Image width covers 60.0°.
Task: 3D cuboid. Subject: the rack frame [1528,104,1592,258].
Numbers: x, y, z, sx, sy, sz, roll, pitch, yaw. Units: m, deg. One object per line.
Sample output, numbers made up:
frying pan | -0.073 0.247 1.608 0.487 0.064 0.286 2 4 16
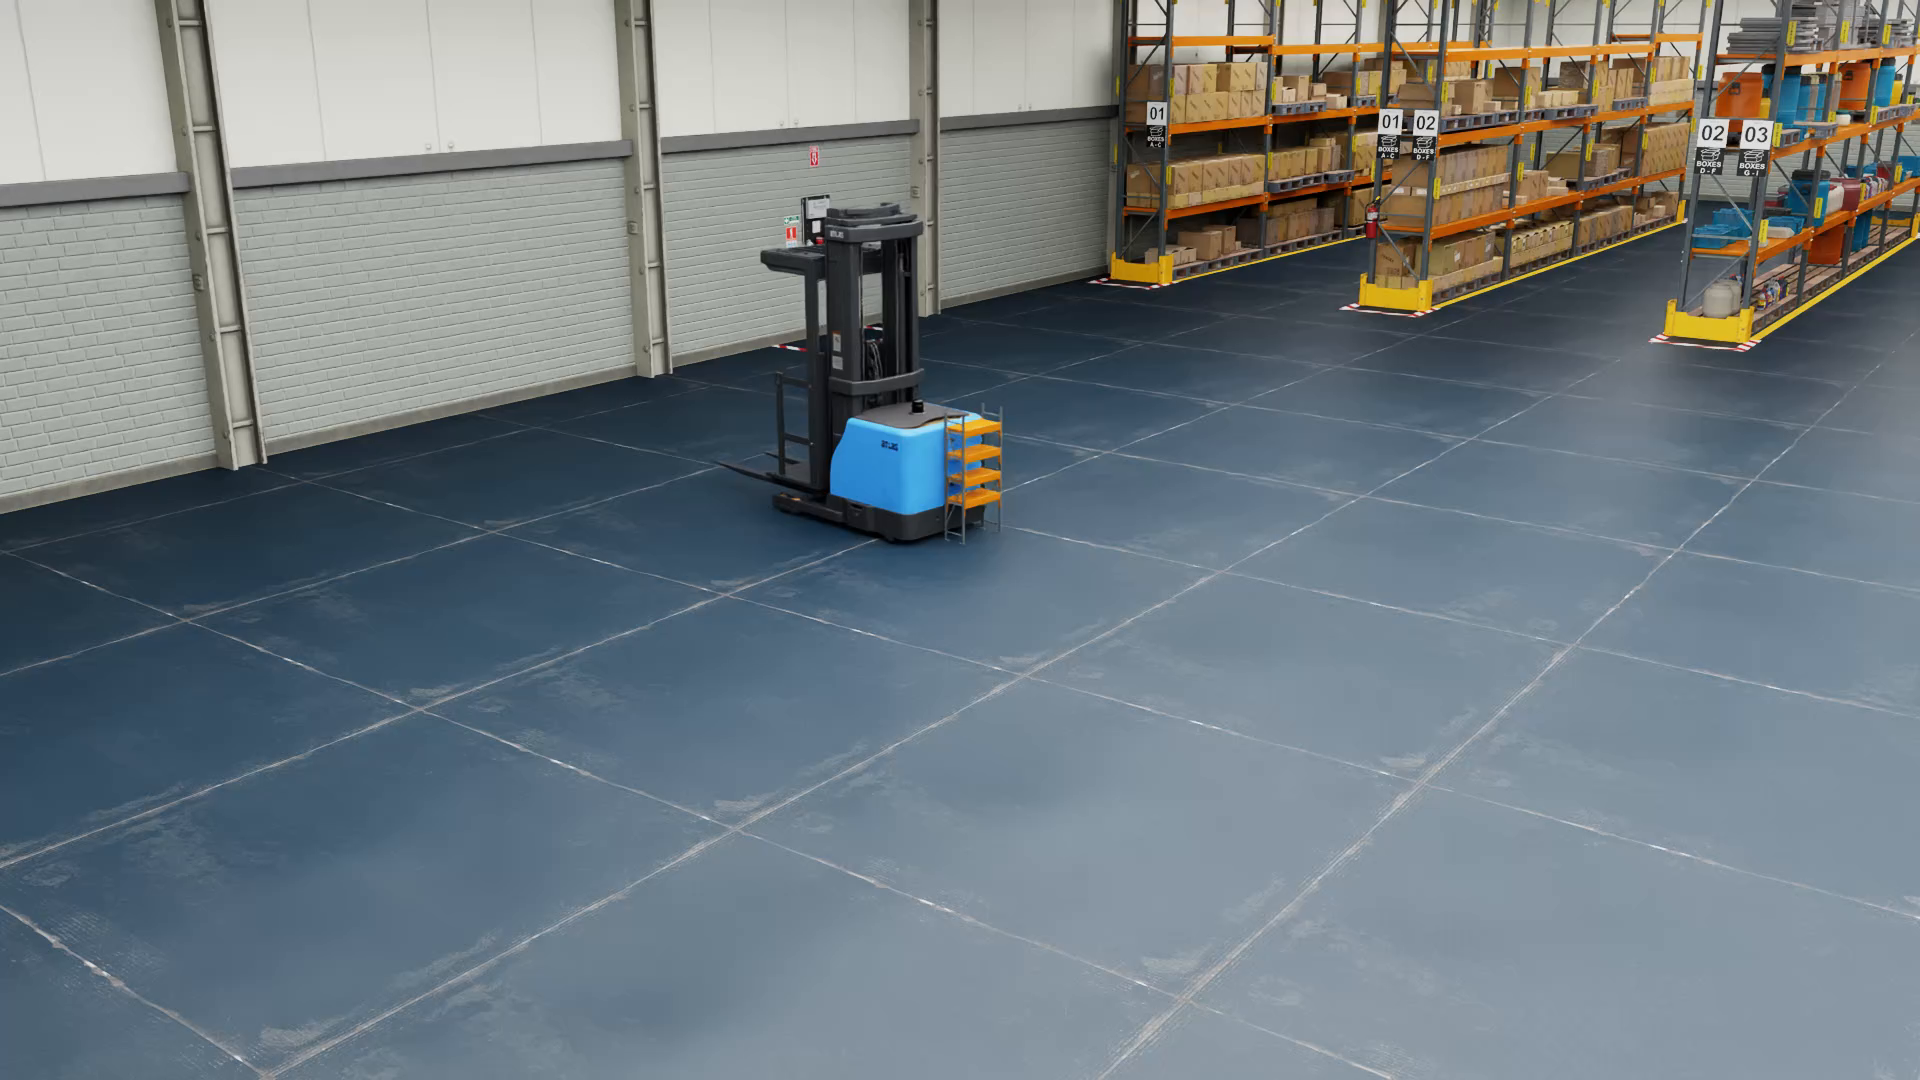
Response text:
rack frame | 12.045 -7.243 33.517 1.000 3.000 0.127 12 21 35

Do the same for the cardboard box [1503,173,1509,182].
cardboard box | 9.671 -6.546 30.008 0.380 0.149 0.250 12 21 35

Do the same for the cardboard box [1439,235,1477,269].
cardboard box | 8.672 -5.029 29.050 0.500 0.500 0.500 12 21 35

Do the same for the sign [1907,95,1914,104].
sign | 18.844 -8.659 33.003 0.100 0.325 0.005 12 21 35

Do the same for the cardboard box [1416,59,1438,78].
cardboard box | 11.097 -11.158 39.177 0.500 0.500 0.500 12 21 34

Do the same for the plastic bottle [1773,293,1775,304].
plastic bottle | 13.030 -3.890 26.696 0.097 0.201 0.097 0 17 0

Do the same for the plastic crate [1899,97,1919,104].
plastic crate | 19.364 -8.937 34.135 0.497 0.269 0.590 12 21 35

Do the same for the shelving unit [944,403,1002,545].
shelving unit | 0.121 -0.605 15.174 0.258 1.200 0.503 16 23 42

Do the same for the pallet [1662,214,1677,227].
pallet | 16.292 -7.609 39.396 1.003 0.211 1.213 12 21 35

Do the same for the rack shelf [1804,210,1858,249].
rack shelf | 14.829 -5.547 29.269 1.077 0.370 4.000 12 21 35

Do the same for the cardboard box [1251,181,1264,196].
cardboard box | 5.642 -6.937 32.749 0.500 0.250 0.500 12 21 35

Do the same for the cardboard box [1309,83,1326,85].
cardboard box | 7.450 -9.477 35.449 0.500 0.500 0.500 12 21 35

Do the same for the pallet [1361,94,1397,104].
pallet | 9.069 -9.890 37.300 1.003 0.211 1.213 14 22 37

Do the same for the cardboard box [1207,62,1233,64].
cardboard box | 5.159 -9.066 32.441 0.500 0.500 0.500 13 21 36

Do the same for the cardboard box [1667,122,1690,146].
cardboard box | 16.767 -9.520 38.992 0.500 0.500 0.500 12 21 34

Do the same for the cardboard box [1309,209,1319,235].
cardboard box | 7.277 -6.851 35.728 0.700 0.500 0.500 12 21 35

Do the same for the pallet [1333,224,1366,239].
pallet | 8.594 -6.961 37.309 1.003 0.211 1.213 12 21 35

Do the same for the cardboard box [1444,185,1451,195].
cardboard box | 7.989 -5.873 27.843 0.380 0.149 0.250 13 21 35

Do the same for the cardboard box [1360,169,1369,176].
cardboard box | 8.830 -8.152 36.832 0.380 0.149 0.250 13 22 36

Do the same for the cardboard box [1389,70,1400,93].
cardboard box | 9.555 -10.427 37.800 0.700 0.500 0.500 12 21 34

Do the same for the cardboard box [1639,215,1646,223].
cardboard box | 15.359 -7.323 37.808 0.380 0.166 0.250 12 21 35

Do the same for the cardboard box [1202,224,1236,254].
cardboard box | 5.094 -5.927 32.752 0.500 0.500 0.500 11 20 31

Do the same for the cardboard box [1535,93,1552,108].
cardboard box | 10.850 -8.297 31.396 0.500 0.250 0.500 10 20 30

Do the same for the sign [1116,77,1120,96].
sign | 2.863 -8.171 29.952 0.100 0.325 0.005 12 21 35

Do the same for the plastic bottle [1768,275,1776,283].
plastic bottle | 13.369 -4.181 27.380 0.144 0.351 0.185 12 21 35

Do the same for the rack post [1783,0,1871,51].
rack post | 14.741 -8.859 28.268 1.013 1.000 3.121 12 21 35

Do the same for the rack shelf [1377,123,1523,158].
rack shelf | 8.470 -6.903 28.577 1.077 0.370 4.000 12 21 35

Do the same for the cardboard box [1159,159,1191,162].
cardboard box | 4.020 -6.900 31.367 0.500 0.500 0.500 12 21 33

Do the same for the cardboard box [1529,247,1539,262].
cardboard box | 10.713 -5.476 31.753 0.500 0.250 0.500 12 21 33

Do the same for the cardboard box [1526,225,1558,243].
cardboard box | 11.323 -5.986 32.450 0.500 0.311 0.500 12 21 34

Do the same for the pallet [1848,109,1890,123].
pallet | 16.555 -7.874 30.810 1.003 0.211 1.213 12 21 35

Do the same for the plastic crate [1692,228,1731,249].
plastic crate | 11.312 -4.563 25.136 0.499 0.251 0.616 12 21 35

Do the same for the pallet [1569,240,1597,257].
pallet | 12.520 -6.083 34.482 1.003 0.211 1.213 12 21 35

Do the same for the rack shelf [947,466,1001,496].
rack shelf | 0.121 -0.540 15.193 0.258 0.148 0.480 16 23 42

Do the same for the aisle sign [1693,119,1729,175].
aisle sign | 10.972 -5.739 24.288 0.394 0.787 0.004 12 21 35

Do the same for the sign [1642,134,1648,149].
sign | 14.876 -8.652 36.100 0.100 0.325 0.005 12 21 35

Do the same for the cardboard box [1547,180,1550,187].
cardboard box | 11.356 -7.022 32.955 0.500 0.311 0.500 12 21 34

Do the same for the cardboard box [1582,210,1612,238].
cardboard box | 13.462 -6.687 35.199 0.500 0.500 0.500 12 21 33

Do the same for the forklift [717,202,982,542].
forklift | -1.181 -1.740 15.912 3.031 2.935 1.130 16 24 42

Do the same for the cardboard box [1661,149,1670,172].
cardboard box | 15.855 -8.680 37.974 0.500 0.500 0.500 12 21 34

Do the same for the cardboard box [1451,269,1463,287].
cardboard box | 8.369 -4.553 28.781 0.500 0.250 0.500 12 21 35

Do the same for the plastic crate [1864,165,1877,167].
plastic crate | 19.983 -8.064 36.341 0.416 0.233 0.300 12 21 35

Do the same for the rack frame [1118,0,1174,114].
rack frame | 3.297 -9.078 29.308 1.000 3.000 0.127 12 21 35

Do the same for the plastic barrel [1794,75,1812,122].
plastic barrel | 13.766 -7.246 27.622 0.600 0.901 0.708 12 21 35

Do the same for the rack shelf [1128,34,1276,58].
rack shelf | 4.489 -9.209 30.949 1.077 0.370 4.000 12 21 35

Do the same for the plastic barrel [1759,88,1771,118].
plastic barrel | 11.831 -6.479 24.972 0.600 0.588 0.600 0 17 0

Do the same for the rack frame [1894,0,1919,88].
rack frame | 20.787 -11.138 35.942 1.000 3.000 0.127 12 21 35

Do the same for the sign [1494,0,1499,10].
sign | 13.258 -13.273 41.109 0.100 0.325 0.005 12 21 35

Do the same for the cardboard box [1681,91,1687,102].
cardboard box | 16.410 -10.224 38.309 0.500 0.250 0.500 12 21 35

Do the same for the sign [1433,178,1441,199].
sign | 7.720 -5.690 26.921 0.100 0.325 0.005 12 21 35

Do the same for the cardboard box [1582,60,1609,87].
cardboard box | 12.917 -9.547 34.023 0.500 0.500 0.500 12 21 35

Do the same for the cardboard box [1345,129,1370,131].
cardboard box | 9.049 -9.195 37.833 0.500 0.250 0.500 12 21 33

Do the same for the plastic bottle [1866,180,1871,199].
plastic bottle | 17.462 -6.757 32.035 0.144 0.351 0.185 12 21 35

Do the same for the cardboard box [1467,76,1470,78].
cardboard box | 12.298 -11.287 40.857 0.500 0.250 0.500 11 21 33

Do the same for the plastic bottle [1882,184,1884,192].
plastic bottle | 18.381 -7.042 33.202 0.097 0.201 0.097 0 17 0

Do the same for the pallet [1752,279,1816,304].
pallet | 14.074 -4.277 28.666 1.003 0.211 1.213 12 21 35

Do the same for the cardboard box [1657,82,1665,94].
cardboard box | 15.214 -9.987 36.705 0.500 0.250 0.500 12 21 35
